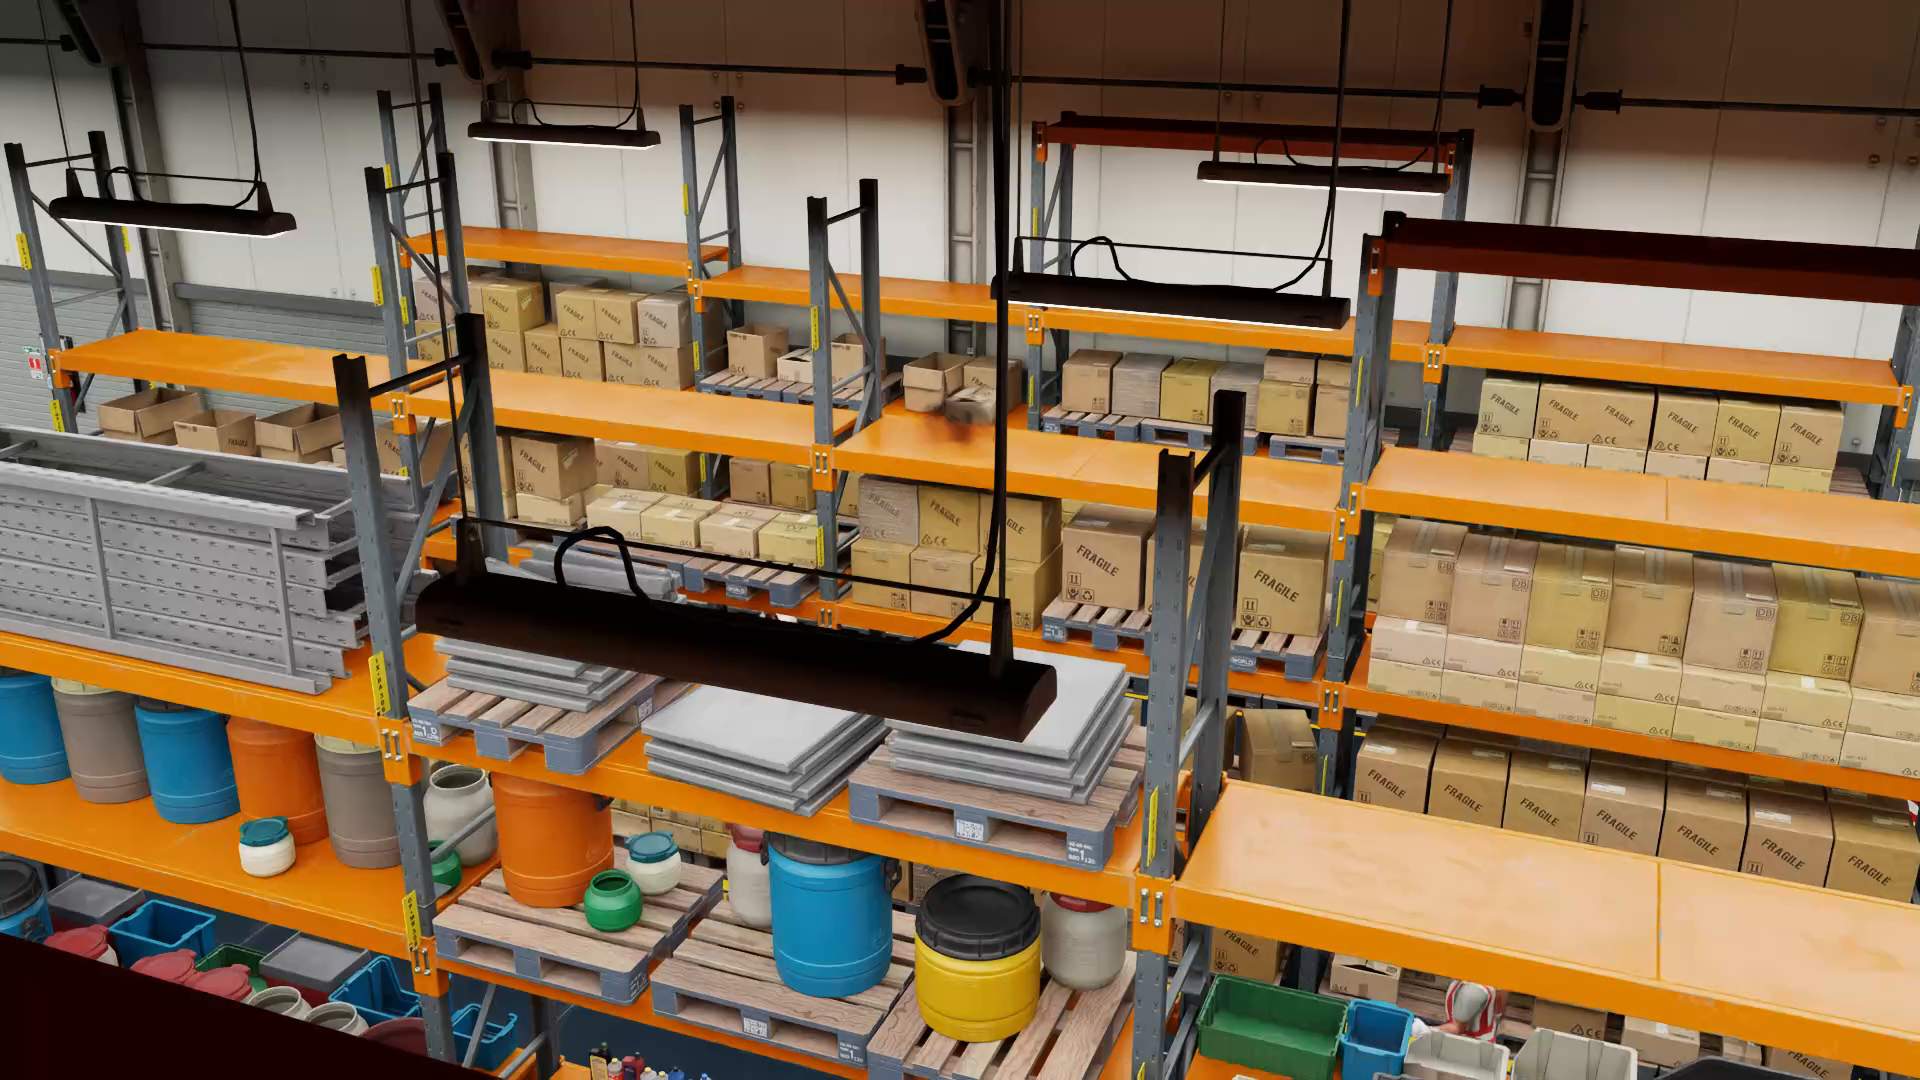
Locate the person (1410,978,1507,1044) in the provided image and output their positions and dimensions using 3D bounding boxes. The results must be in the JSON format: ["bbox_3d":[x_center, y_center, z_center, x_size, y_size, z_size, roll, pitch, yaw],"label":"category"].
[{"bbox_3d":[3.388,3.373,11.183,0.877,1.811,0.615,7,22,18],"label":"person"}]

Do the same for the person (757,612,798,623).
[{"bbox_3d":[-1.842,1.344,16.472,0.587,1.679,0.778,-14,25,-32],"label":"person"}]
